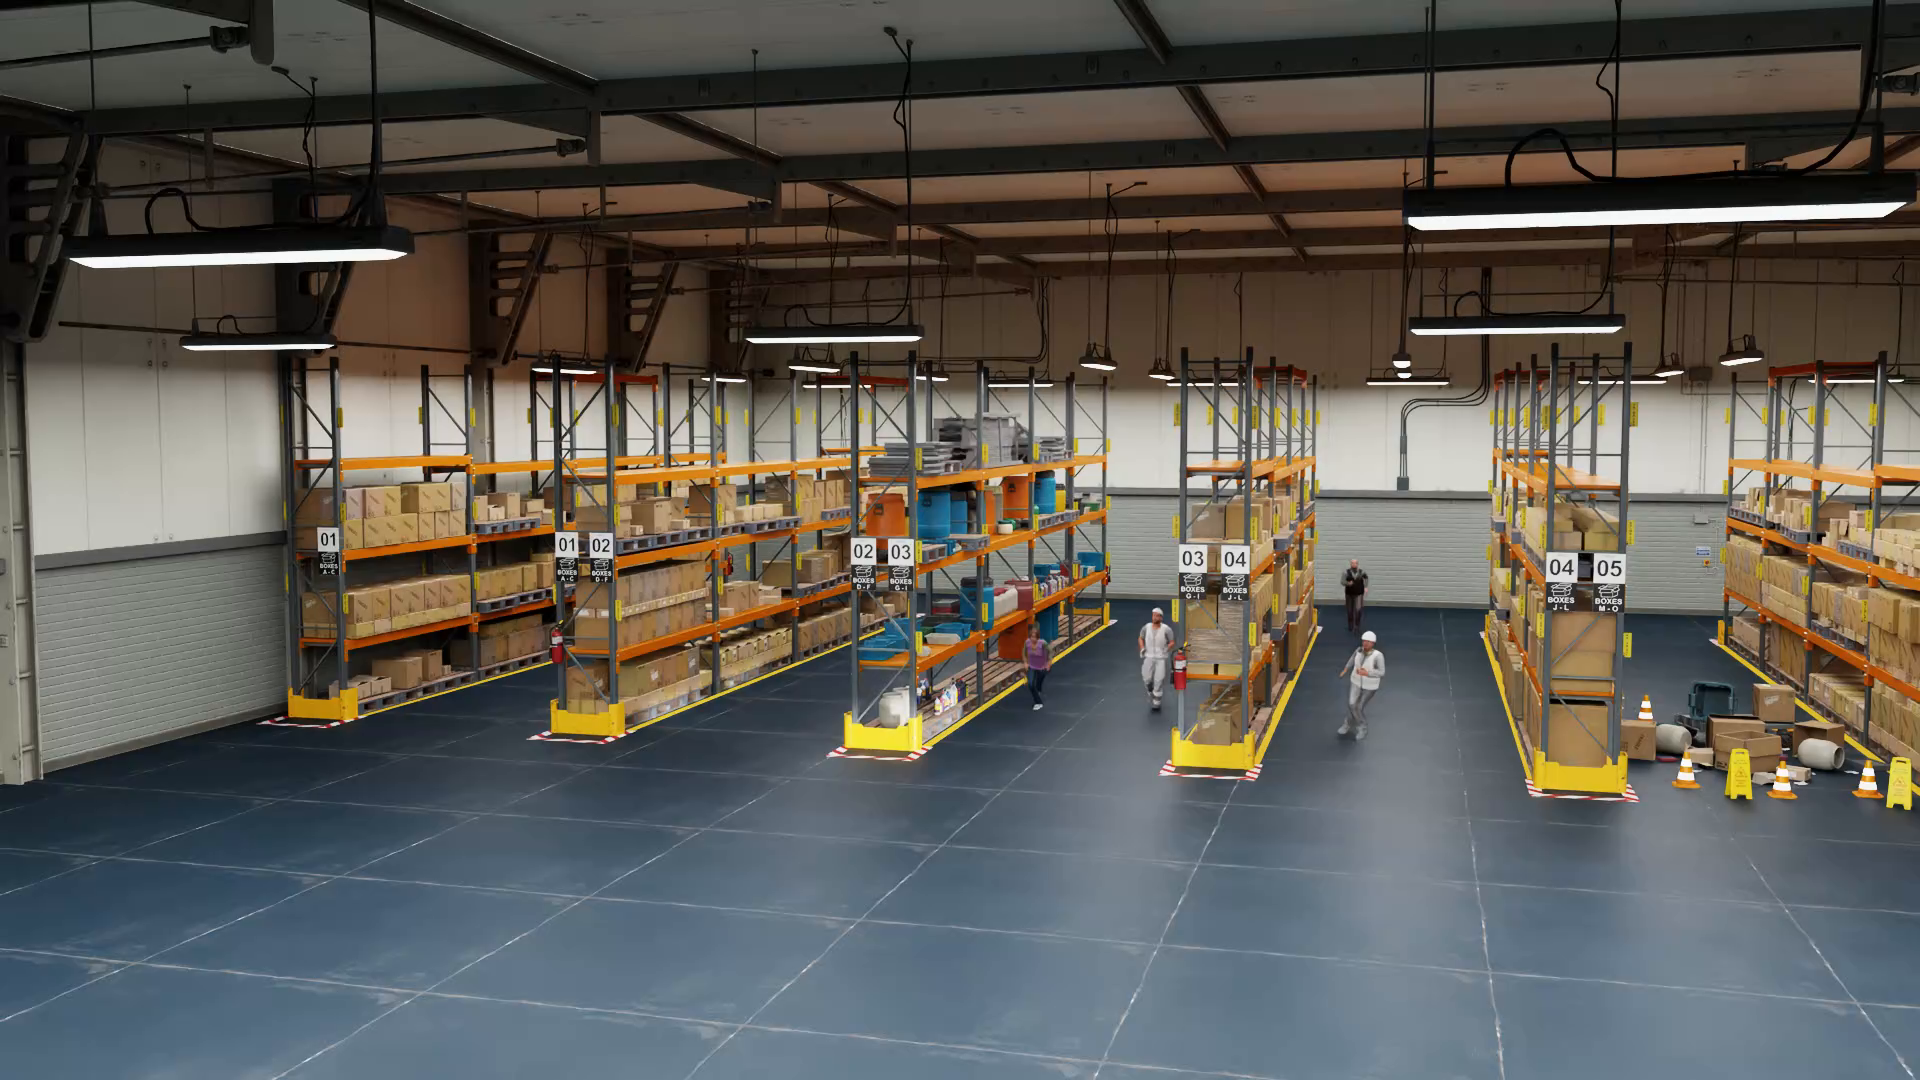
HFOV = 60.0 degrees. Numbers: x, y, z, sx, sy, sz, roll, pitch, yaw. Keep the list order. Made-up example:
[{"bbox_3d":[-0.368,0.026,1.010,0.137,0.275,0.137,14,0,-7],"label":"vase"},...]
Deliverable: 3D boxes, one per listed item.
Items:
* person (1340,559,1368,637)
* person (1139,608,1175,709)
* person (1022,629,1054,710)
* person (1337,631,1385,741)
[{"bbox_3d":[9.114,1.312,38.461,0.637,1.776,0.866,1,4,13],"label":"person"},{"bbox_3d":[3.360,2.034,28.534,0.639,1.743,0.530,1,4,13],"label":"person"},{"bbox_3d":[1.345,2.201,28.532,0.554,1.428,0.842,1,4,11],"label":"person"},{"bbox_3d":[6.245,2.238,25.849,0.764,1.686,0.707,2,5,23],"label":"person"}]
